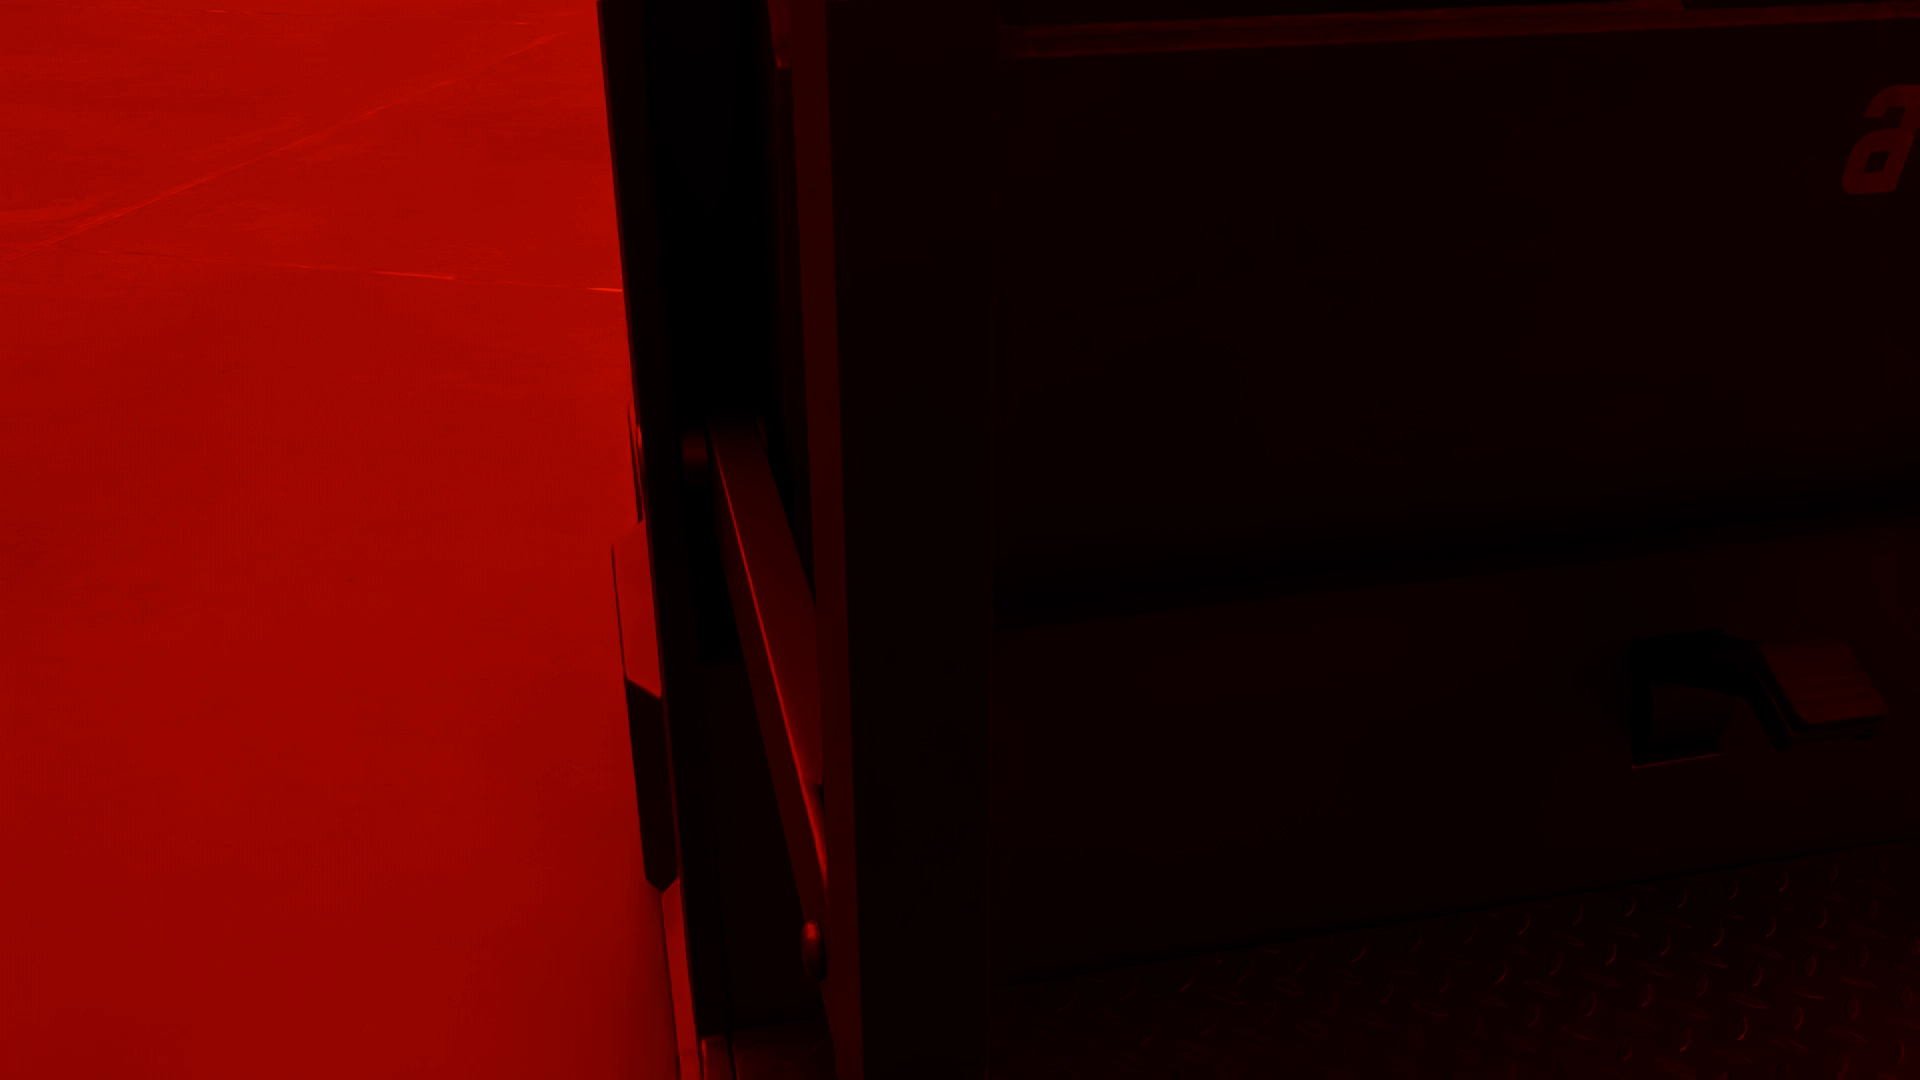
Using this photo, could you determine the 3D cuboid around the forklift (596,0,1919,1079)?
[{"bbox_3d":[0.404,-0.635,0.506,1.130,2.935,3.031,-6,27,-12],"label":"forklift"}]
